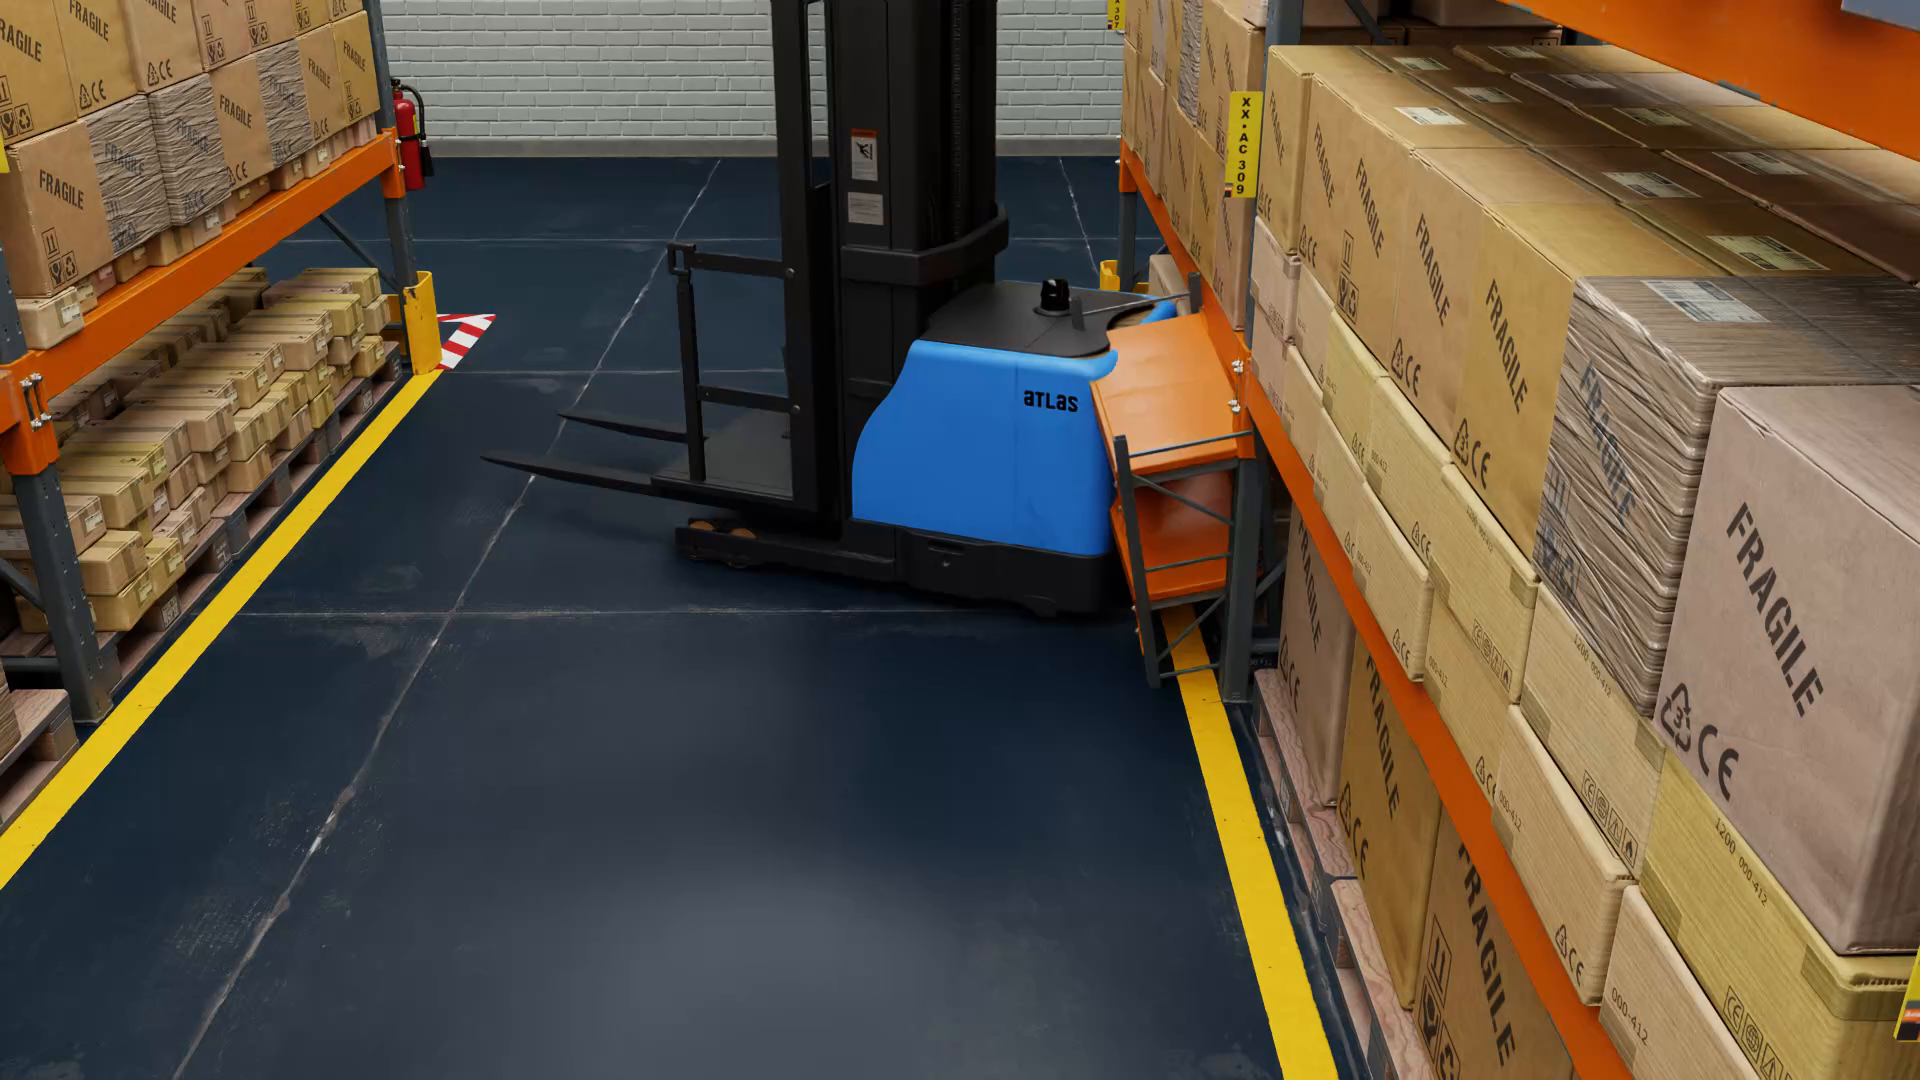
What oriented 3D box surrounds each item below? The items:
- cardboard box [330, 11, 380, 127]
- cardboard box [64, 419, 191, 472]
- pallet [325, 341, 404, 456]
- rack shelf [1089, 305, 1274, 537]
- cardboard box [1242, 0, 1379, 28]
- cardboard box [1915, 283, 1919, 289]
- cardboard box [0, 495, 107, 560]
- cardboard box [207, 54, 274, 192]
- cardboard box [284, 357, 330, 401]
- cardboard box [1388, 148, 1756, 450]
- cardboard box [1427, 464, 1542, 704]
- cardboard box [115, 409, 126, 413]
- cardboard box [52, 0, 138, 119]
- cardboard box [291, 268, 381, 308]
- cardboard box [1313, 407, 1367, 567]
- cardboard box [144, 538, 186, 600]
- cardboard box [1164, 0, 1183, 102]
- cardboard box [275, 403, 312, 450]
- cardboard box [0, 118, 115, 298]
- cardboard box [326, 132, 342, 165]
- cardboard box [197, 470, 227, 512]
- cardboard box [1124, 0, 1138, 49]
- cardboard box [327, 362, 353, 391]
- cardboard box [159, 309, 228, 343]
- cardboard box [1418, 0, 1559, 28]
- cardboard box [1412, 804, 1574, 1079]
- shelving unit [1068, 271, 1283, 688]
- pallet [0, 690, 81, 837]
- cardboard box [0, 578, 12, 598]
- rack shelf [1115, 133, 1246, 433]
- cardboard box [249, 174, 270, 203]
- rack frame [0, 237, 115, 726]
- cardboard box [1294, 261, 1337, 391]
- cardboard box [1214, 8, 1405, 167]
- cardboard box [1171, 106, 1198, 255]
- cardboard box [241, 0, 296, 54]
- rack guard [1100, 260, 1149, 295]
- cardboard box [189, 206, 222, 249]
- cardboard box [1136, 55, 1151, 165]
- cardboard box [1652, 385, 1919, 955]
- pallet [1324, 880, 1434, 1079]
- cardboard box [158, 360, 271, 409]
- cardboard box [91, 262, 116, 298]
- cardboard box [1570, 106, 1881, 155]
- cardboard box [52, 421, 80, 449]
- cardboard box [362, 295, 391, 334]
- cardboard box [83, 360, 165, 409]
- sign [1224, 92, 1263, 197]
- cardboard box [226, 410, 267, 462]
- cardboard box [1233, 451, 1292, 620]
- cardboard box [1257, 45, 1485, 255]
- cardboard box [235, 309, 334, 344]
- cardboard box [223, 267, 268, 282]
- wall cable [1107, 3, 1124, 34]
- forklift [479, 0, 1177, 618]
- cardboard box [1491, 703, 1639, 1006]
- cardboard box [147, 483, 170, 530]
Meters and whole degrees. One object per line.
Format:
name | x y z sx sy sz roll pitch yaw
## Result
cardboard box | -3.292 -2.385 8.401 0.500 0.500 0.500 0 24 1
cardboard box | -3.328 -0.371 6.658 0.380 0.149 0.250 -1 24 -2
pallet | -3.580 -0.751 8.654 1.003 0.211 1.213 0 24 -1
rack shelf | 0.749 -0.454 6.015 0.538 0.278 1.000 -11 35 2
cardboard box | 1.117 -1.726 5.303 0.380 0.149 0.250 -1 24 -2
cardboard box | 1.706 -0.065 2.419 0.500 0.500 0.500 0 24 0
cardboard box | -3.307 -0.046 5.939 0.380 0.149 0.250 1 24 2
cardboard box | -3.281 -1.758 7.015 0.500 0.500 0.500 1 24 2
cardboard box | -3.237 -0.772 7.906 0.380 0.149 0.250 0 24 0
cardboard box | 1.204 -0.493 3.365 0.500 0.500 0.500 -1 24 -1
cardboard box | 1.187 0.065 3.042 0.500 0.250 0.500 -1 24 -2
cardboard box | -3.738 -0.547 7.408 0.380 0.149 0.250 1 24 2
cardboard box | -3.293 -1.777 5.843 0.500 0.500 0.500 -1 24 -2
cardboard box | -3.295 -1.334 8.788 0.380 0.149 0.250 0 24 0
cardboard box | 1.176 -0.128 4.075 0.500 0.250 0.500 0 24 -1
cardboard box | -3.196 0.107 6.323 0.380 0.149 0.250 0 24 1
cardboard box | 1.147 -2.123 6.970 0.500 0.500 0.500 0 24 0
cardboard box | -3.255 -0.530 7.732 0.380 0.149 0.250 0 24 0
cardboard box | -3.264 -1.126 5.617 0.500 0.500 0.500 -1 24 -2
cardboard box | -3.285 -1.934 8.192 0.380 0.149 0.250 0 24 -1
cardboard box | -3.341 -0.210 7.025 0.380 0.149 0.250 -1 24 -3
cardboard box | 1.115 -2.754 8.364 0.500 0.500 0.500 -1 24 -2
cardboard box | -3.319 -0.849 8.438 0.380 0.149 0.250 0 24 -1
cardboard box | -3.805 -1.015 8.081 0.380 0.149 0.250 -1 24 -3
cardboard box | 1.694 -1.731 5.316 0.380 0.149 0.250 -1 24 -1
cardboard box | 1.552 0.969 3.536 0.875 0.875 0.875 0 24 0
shelving unit | 0.799 -0.220 6.184 0.538 1.125 1.048 -11 35 2
pallet | -3.500 0.852 5.110 1.003 0.211 1.213 0 24 -1
cardboard box | -3.775 0.101 6.337 0.380 0.149 0.250 0 24 1
rack shelf | 1.416 -1.300 7.357 1.077 0.370 4.000 0 24 -1
cardboard box | -3.342 -1.609 7.472 0.380 0.149 0.250 -1 24 -3
rack frame | -3.510 -0.740 5.245 1.000 3.000 0.127 0 24 -1
cardboard box | 1.195 -0.566 4.436 0.500 0.250 0.500 0 24 0
cardboard box | 1.157 -1.498 5.587 0.500 0.500 0.500 0 24 -1
cardboard box | 1.146 -1.458 6.712 0.500 0.500 0.500 -1 24 -1
cardboard box | -3.280 -2.414 7.252 0.500 0.500 0.500 1 24 2
rack guard | 1.394 -1.323 9.568 1.175 0.500 0.348 0 24 -1
cardboard box | -3.249 -1.286 6.758 0.380 0.149 0.250 1 24 2
cardboard box | 1.146 -2.090 8.109 0.500 0.500 0.500 -1 24 -1
cardboard box | 1.215 0.132 1.984 0.500 0.500 0.500 -1 24 -2
pallet | 1.538 1.289 4.144 1.003 0.211 1.213 0 24 -1
cardboard box | -3.299 -0.690 7.363 0.380 0.149 0.250 0 24 0
cardboard box | -3.319 -0.959 6.035 0.380 0.149 0.250 -1 24 -3
cardboard box | 1.693 -0.699 3.822 0.500 0.500 0.500 0 24 1
cardboard box | -3.752 -0.363 6.641 0.380 0.149 0.250 1 24 1
cardboard box | -3.263 -1.199 8.851 0.380 0.149 0.250 -1 24 -2
cardboard box | -3.756 -0.688 7.360 0.380 0.149 0.250 0 24 0
sign | 0.883 -1.231 5.185 0.100 0.325 0.005 0 24 -1
cardboard box | -3.245 -0.451 7.197 0.380 0.149 0.250 0 24 -1
cardboard box | 1.539 -0.087 6.401 0.875 0.438 0.875 -1 24 -1
cardboard box | 1.156 -1.122 4.756 0.500 0.500 0.500 0 24 0
cardboard box | -3.280 -1.017 8.087 0.380 0.149 0.250 -1 24 -3
cardboard box | -3.888 -1.334 8.787 0.380 0.149 0.250 -1 24 -3
wall cable | 1.310 -5.252 13.952 0.585 1.953 0.123 0 24 -1
forklift | -0.660 -1.406 6.802 3.031 2.935 1.130 9 26 20
cardboard box | 1.195 0.496 2.696 0.500 0.250 0.500 0 24 0
cardboard box | -3.326 -0.122 6.469 0.380 0.149 0.250 0 24 -1
